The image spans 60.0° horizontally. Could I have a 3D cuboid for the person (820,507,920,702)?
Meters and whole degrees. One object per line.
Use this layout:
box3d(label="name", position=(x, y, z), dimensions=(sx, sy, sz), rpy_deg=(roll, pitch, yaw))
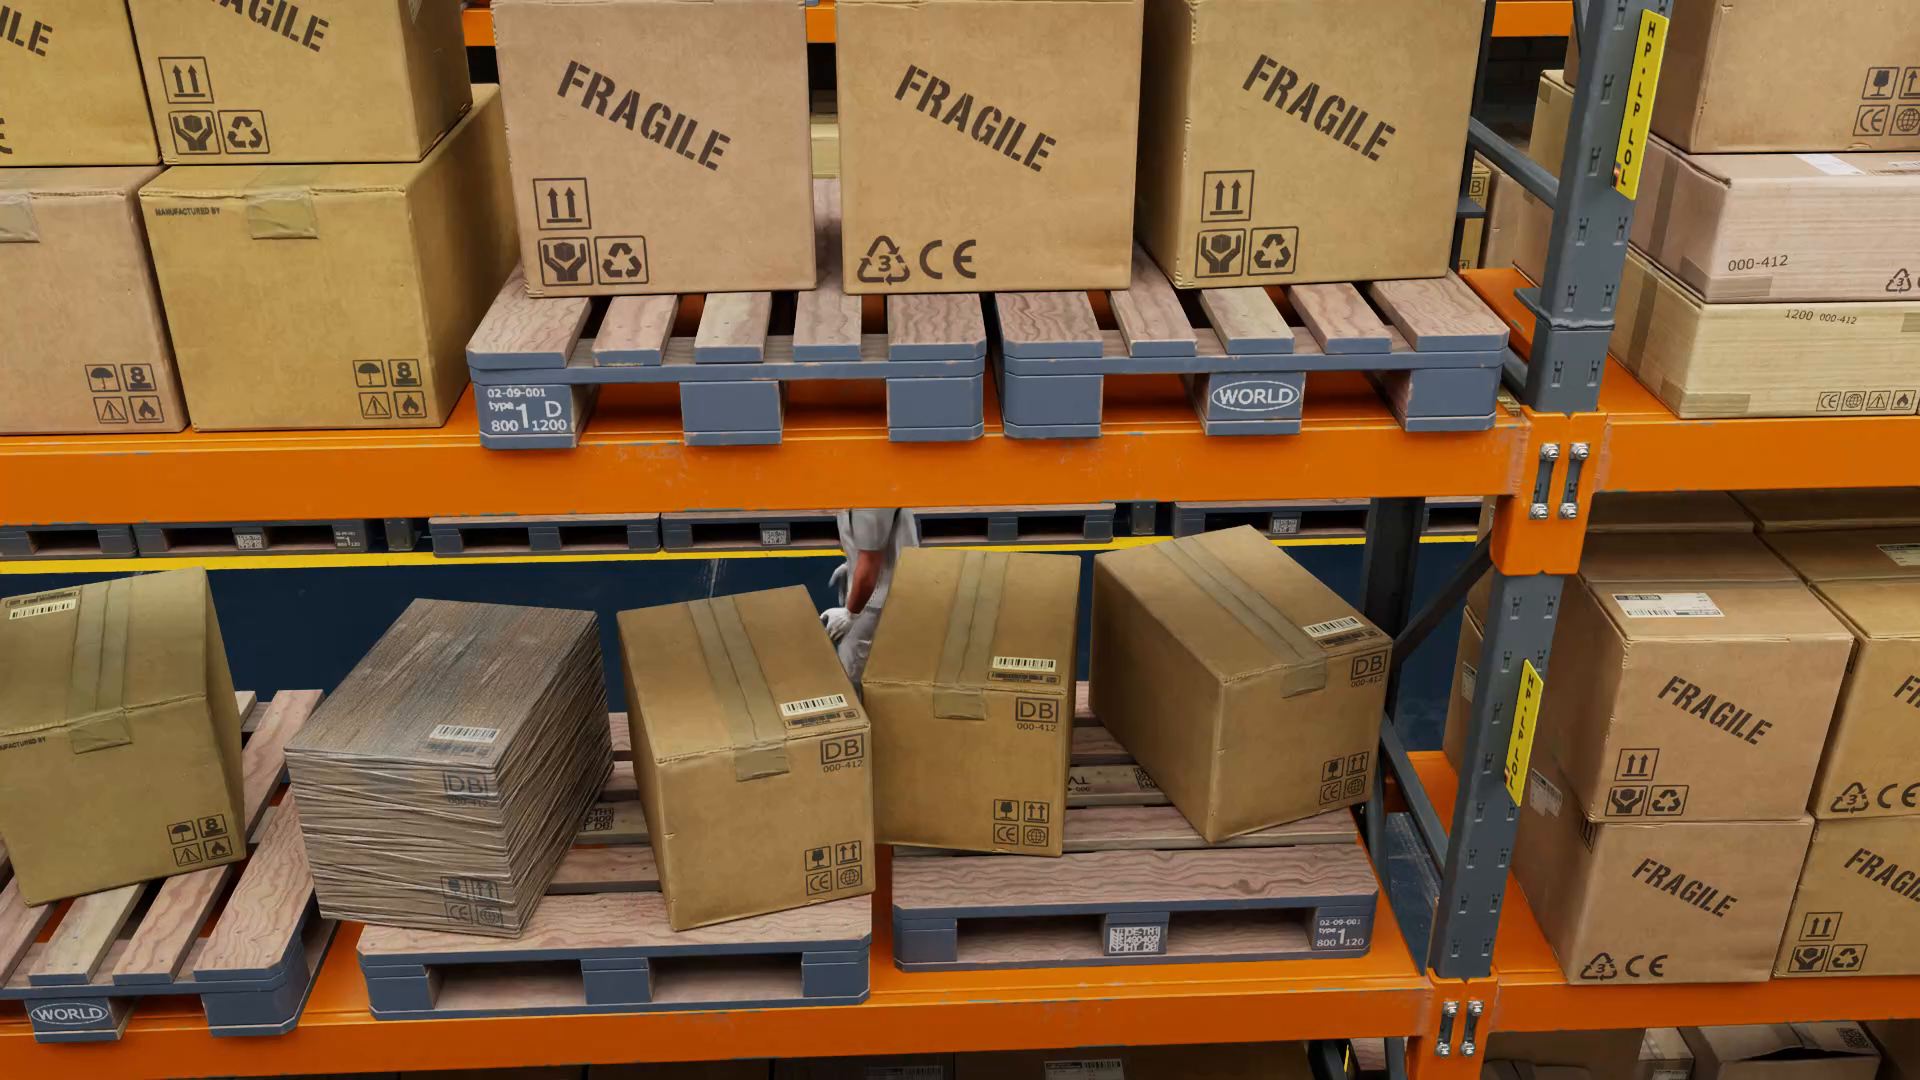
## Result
box3d(label="person", position=(-0.384, 0.228, 6.725), dimensions=(0.477, 1.724, 0.547), rpy_deg=(-1, 27, -1))
